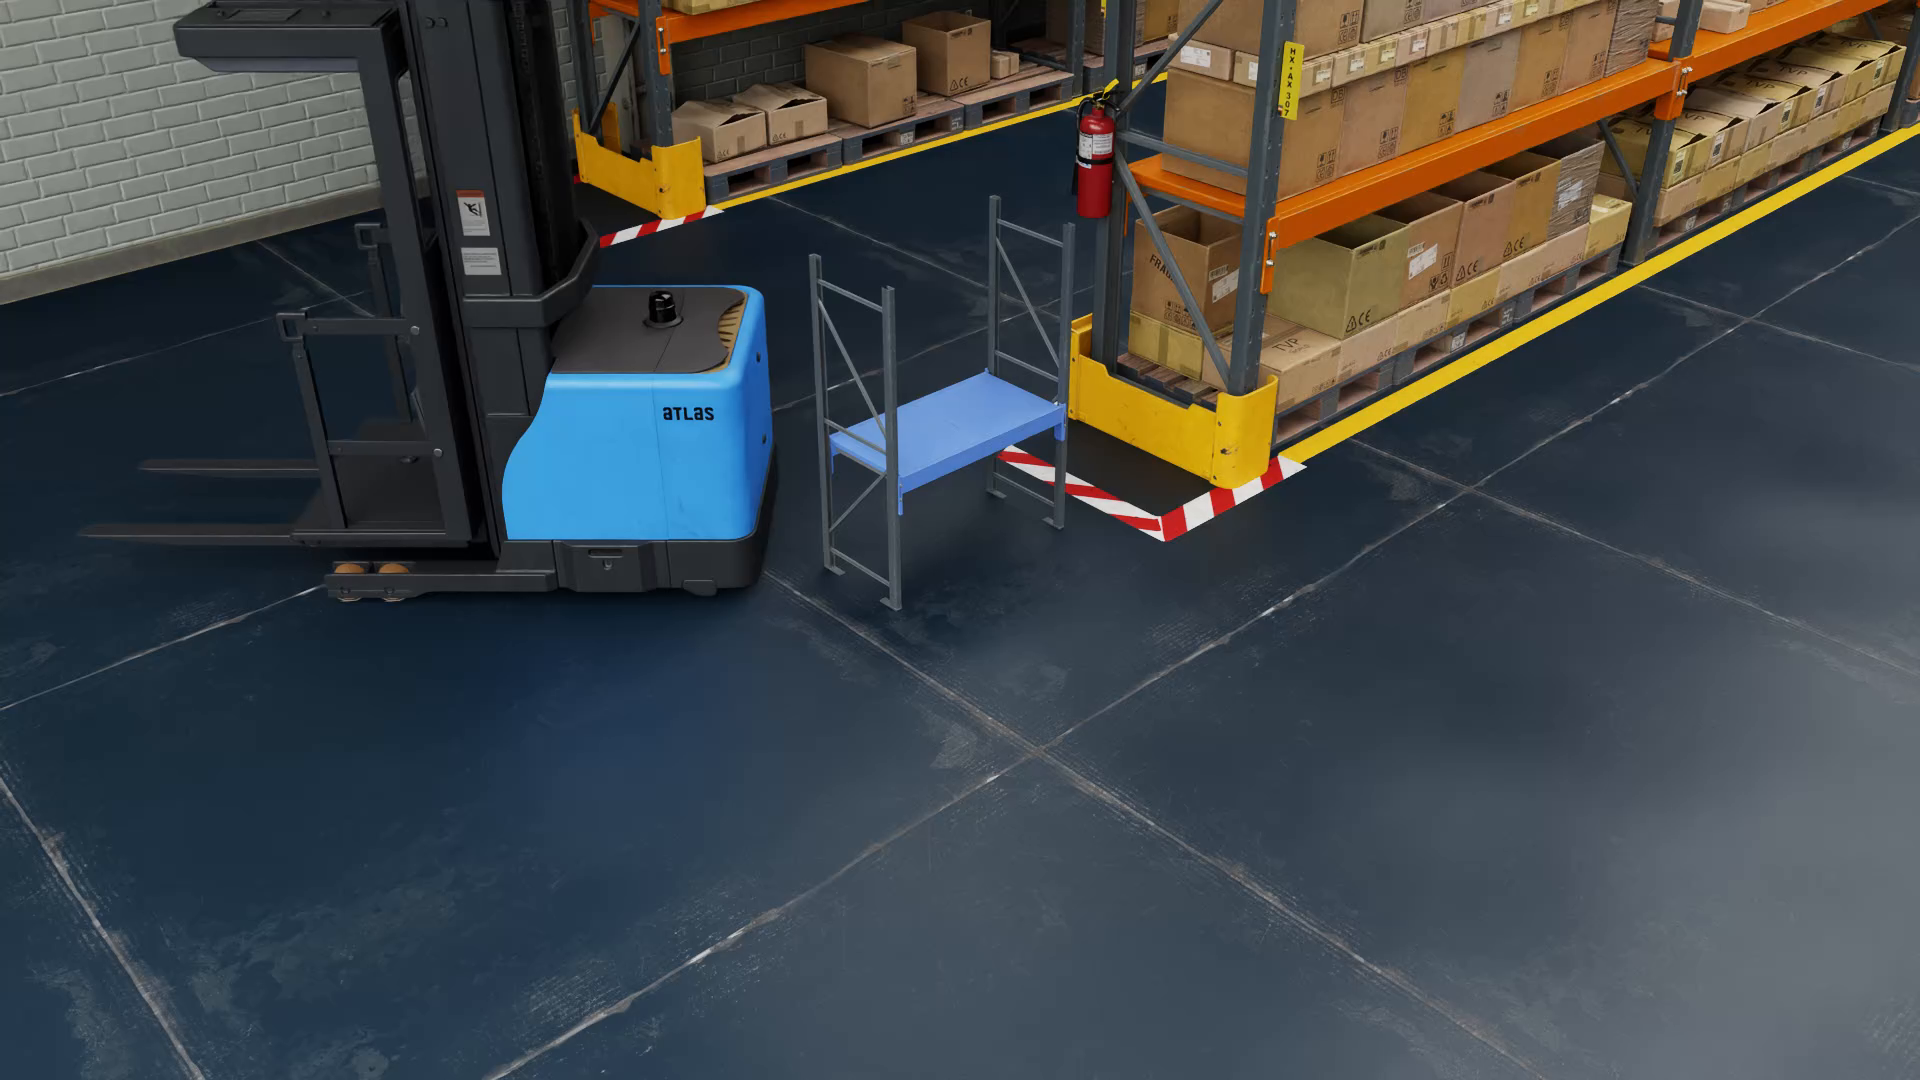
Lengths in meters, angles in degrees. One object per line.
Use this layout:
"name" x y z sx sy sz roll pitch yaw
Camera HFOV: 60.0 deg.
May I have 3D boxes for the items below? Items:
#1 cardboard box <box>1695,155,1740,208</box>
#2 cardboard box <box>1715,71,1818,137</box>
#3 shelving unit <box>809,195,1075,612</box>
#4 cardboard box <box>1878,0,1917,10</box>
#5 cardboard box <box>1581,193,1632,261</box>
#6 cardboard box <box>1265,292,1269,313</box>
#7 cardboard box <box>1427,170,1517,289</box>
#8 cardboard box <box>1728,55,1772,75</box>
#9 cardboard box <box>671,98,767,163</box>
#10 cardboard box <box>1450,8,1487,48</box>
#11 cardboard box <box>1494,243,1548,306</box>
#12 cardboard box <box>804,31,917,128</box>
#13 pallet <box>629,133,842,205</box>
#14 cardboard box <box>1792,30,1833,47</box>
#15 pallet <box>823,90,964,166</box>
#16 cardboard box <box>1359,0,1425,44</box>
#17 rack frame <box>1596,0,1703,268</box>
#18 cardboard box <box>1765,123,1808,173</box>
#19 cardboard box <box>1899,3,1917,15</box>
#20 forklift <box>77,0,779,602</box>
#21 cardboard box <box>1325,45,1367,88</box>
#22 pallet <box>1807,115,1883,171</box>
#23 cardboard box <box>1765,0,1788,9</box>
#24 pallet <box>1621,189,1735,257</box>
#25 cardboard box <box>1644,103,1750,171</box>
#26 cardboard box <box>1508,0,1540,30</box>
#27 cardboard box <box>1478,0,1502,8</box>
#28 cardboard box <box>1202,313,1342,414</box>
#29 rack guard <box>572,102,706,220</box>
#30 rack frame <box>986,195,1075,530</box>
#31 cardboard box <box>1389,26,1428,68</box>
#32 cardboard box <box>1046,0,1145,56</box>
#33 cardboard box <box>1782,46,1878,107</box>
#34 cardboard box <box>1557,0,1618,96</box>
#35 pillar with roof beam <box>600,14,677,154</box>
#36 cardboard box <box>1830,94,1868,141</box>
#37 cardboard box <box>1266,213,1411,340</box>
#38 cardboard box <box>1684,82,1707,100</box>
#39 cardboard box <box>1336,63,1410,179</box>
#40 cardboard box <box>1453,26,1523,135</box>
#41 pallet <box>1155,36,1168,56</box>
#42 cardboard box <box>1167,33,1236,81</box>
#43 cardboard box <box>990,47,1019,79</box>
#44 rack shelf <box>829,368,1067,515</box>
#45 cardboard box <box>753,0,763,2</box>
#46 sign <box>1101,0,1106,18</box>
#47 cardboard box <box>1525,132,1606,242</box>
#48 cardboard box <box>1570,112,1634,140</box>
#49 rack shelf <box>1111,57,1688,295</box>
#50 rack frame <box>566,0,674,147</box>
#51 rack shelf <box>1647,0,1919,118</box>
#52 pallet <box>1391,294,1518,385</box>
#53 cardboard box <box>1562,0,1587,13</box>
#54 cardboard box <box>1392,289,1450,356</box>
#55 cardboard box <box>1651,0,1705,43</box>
"cardboard box" 4.839 -2.462 11.134 0.500 0.250 0.500 -25 39 -34
"cardboard box" 5.598 -3.069 11.590 0.500 0.311 0.500 -25 39 -34
"shelving unit" -0.063 -0.610 7.309 1.048 1.500 0.538 -26 40 -35
"cardboard box" 7.496 -4.530 13.538 0.500 0.250 0.500 -24 39 -34
"cardboard box" 3.807 -1.985 10.354 0.500 0.250 0.500 -26 40 -35
"cardboard box" 1.616 -1.299 9.233 0.500 0.250 0.500 -26 40 -35
"cardboard box" 2.712 -1.770 9.284 0.500 0.500 0.500 -26 40 -35
"cardboard box" 5.593 -3.448 12.209 0.500 0.311 0.500 -27 41 -37
"cardboard box" -1.737 -2.953 11.860 0.500 0.311 0.500 24 39 34
"cardboard box" 2.443 -2.642 8.477 0.250 0.149 0.380 -26 40 -36
"cardboard box" 3.077 -1.628 9.771 0.500 0.250 0.500 -26 40 -35
"cardboard box" -0.747 -3.477 12.535 0.700 0.500 0.500 26 40 36
"pallet" -1.630 -2.814 12.149 1.213 0.211 1.003 -26 40 -35
"cardboard box" 6.348 -3.817 12.813 0.500 0.311 0.500 -24 39 -34
"pallet" -0.735 -3.244 12.853 1.213 0.211 1.003 -26 40 -35
"cardboard box" 1.837 -2.772 8.069 0.500 0.500 0.700 -27 41 -37
"rack frame" 3.999 -3.227 10.152 0.127 3.000 1.000 -26 40 -35
"cardboard box" 5.590 -2.827 11.731 0.500 0.250 0.500 -25 39 -35
"cardboard box" 7.840 -4.007 13.402 0.500 0.500 0.500 -27 41 -37
"forklift" -2.397 -1.255 6.993 3.031 2.935 1.130 0 31 0
"cardboard box" 1.692 -2.279 7.884 0.250 0.149 0.380 -27 41 -37
"pallet" 6.302 -3.179 12.746 1.213 0.211 1.003 -26 40 -35
"cardboard box" 5.327 -3.900 11.157 0.500 0.500 0.500 -26 40 -35
"pallet" 4.512 -2.313 11.331 1.213 0.211 1.003 -26 40 -35
"cardboard box" 4.842 -2.699 10.984 0.500 0.311 0.500 -26 40 -36
"cardboard box" 2.820 -2.823 8.773 0.250 0.149 0.380 -24 39 -34
"cardboard box" 2.574 -3.129 8.652 0.500 0.500 0.700 -26 40 -35
"cardboard box" 1.610 -0.919 8.611 0.500 0.250 0.500 -26 40 -35
"rack guard" -2.250 -2.662 11.624 0.348 0.500 1.175 -26 40 -35
"rack frame" 0.310 -0.790 7.604 0.032 1.500 0.500 -26 40 -35
"cardboard box" 2.062 -2.455 8.173 0.250 0.149 0.380 -27 40 -36
"cardboard box" 1.156 -4.509 14.223 0.500 0.500 0.700 -24 39 -34
"cardboard box" 6.339 -3.424 12.170 0.500 0.311 0.500 -27 40 -36
"cardboard box" 3.295 -2.920 9.554 0.500 0.500 0.700 -26 40 -36
"pillar with roof beam" 0.547 -5.193 7.617 0.400 9.000 9.100 -26 40 -35
"cardboard box" 6.336 -3.188 12.321 0.500 0.250 0.500 -26 40 -36
"cardboard box" 1.975 -1.417 8.707 0.500 0.500 0.500 -26 40 -35
"cardboard box" 4.846 -3.088 11.621 0.500 0.311 0.500 -26 40 -36
"cardboard box" 1.798 -2.199 8.376 0.500 0.500 0.700 -25 39 -34
"cardboard box" 2.550 -2.561 8.968 0.500 0.500 0.700 -24 39 -34
"pallet" 2.093 -4.642 15.140 1.213 0.211 1.003 -26 40 -35
"cardboard box" 1.216 -2.336 7.977 0.250 0.149 0.380 -27 40 -36
"cardboard box" 0.256 -3.898 13.544 0.380 0.166 0.250 23 38 33
"rack shelf" -0.063 -0.456 7.403 1.000 0.185 0.538 -26 40 -35
"cardboard box" -1.360 -3.887 11.357 0.500 0.250 0.500 -27 41 -37
"sign" 0.707 -2.615 7.815 0.005 0.325 0.100 -26 40 -35
"cardboard box" 3.433 -2.132 9.875 0.500 0.500 0.500 -26 40 -35
"cardboard box" 4.101 -2.725 11.027 0.500 0.311 0.500 -26 40 -35
"rack shelf" 2.532 -2.210 9.179 4.000 0.370 1.077 -26 40 -35
"rack frame" -2.305 -3.702 10.928 0.127 3.000 1.000 -26 40 -35
"rack shelf" 5.465 -3.629 11.499 4.000 0.370 1.077 -26 40 -35
"pallet" 2.492 -1.336 9.733 1.213 0.211 1.003 -26 40 -35
"cardboard box" 3.198 -3.008 9.075 0.250 0.149 0.380 -26 40 -36
"cardboard box" 2.341 -1.275 9.193 0.500 0.250 0.500 -26 40 -35
"cardboard box" 4.330 -3.354 10.504 0.500 0.250 0.500 -23 38 -33
